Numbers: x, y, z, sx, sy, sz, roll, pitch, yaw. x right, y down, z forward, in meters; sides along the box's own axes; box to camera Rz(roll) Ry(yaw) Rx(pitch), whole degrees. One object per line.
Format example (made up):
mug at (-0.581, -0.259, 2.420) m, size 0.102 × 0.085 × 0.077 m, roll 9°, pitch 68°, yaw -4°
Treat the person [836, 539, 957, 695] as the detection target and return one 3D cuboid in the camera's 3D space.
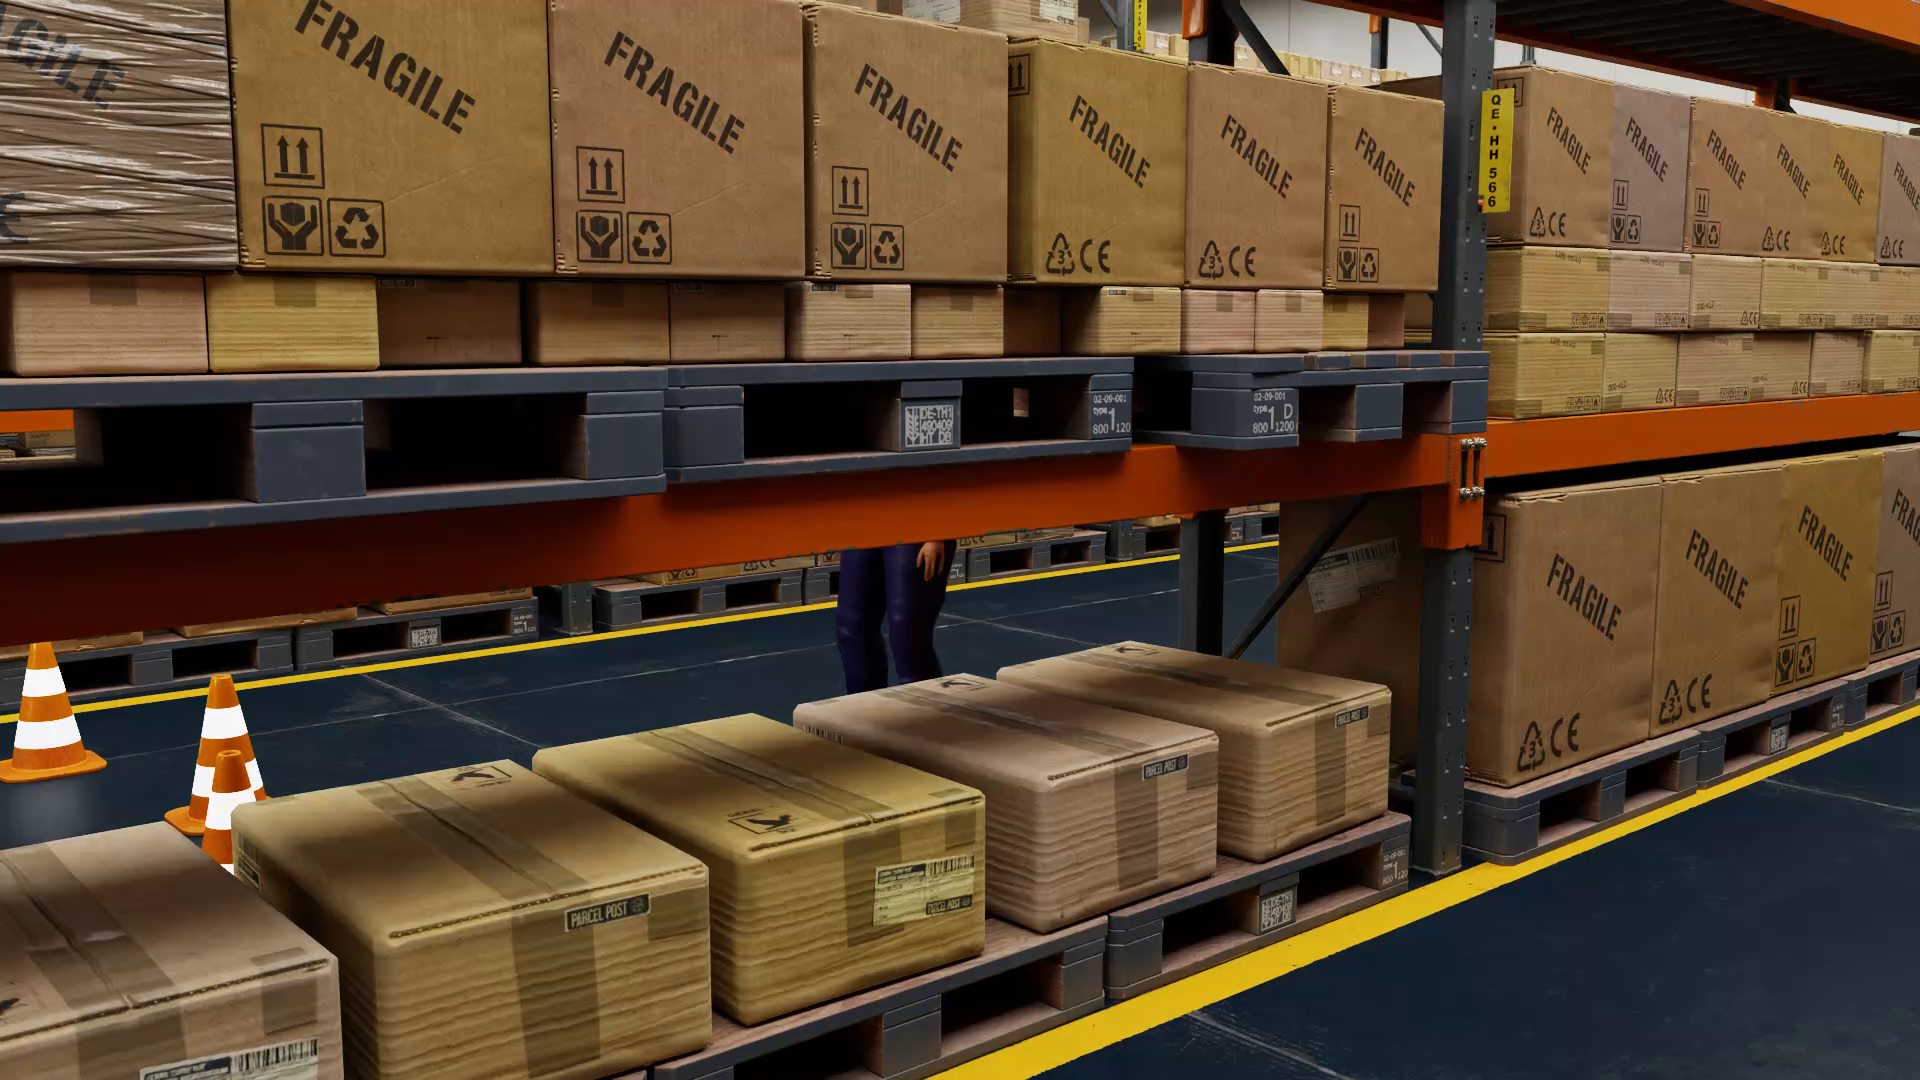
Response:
person at (-0.241, -0.010, 5.904) m, size 0.550 × 1.649 × 0.375 m, roll 7°, pitch 10°, yaw 43°
